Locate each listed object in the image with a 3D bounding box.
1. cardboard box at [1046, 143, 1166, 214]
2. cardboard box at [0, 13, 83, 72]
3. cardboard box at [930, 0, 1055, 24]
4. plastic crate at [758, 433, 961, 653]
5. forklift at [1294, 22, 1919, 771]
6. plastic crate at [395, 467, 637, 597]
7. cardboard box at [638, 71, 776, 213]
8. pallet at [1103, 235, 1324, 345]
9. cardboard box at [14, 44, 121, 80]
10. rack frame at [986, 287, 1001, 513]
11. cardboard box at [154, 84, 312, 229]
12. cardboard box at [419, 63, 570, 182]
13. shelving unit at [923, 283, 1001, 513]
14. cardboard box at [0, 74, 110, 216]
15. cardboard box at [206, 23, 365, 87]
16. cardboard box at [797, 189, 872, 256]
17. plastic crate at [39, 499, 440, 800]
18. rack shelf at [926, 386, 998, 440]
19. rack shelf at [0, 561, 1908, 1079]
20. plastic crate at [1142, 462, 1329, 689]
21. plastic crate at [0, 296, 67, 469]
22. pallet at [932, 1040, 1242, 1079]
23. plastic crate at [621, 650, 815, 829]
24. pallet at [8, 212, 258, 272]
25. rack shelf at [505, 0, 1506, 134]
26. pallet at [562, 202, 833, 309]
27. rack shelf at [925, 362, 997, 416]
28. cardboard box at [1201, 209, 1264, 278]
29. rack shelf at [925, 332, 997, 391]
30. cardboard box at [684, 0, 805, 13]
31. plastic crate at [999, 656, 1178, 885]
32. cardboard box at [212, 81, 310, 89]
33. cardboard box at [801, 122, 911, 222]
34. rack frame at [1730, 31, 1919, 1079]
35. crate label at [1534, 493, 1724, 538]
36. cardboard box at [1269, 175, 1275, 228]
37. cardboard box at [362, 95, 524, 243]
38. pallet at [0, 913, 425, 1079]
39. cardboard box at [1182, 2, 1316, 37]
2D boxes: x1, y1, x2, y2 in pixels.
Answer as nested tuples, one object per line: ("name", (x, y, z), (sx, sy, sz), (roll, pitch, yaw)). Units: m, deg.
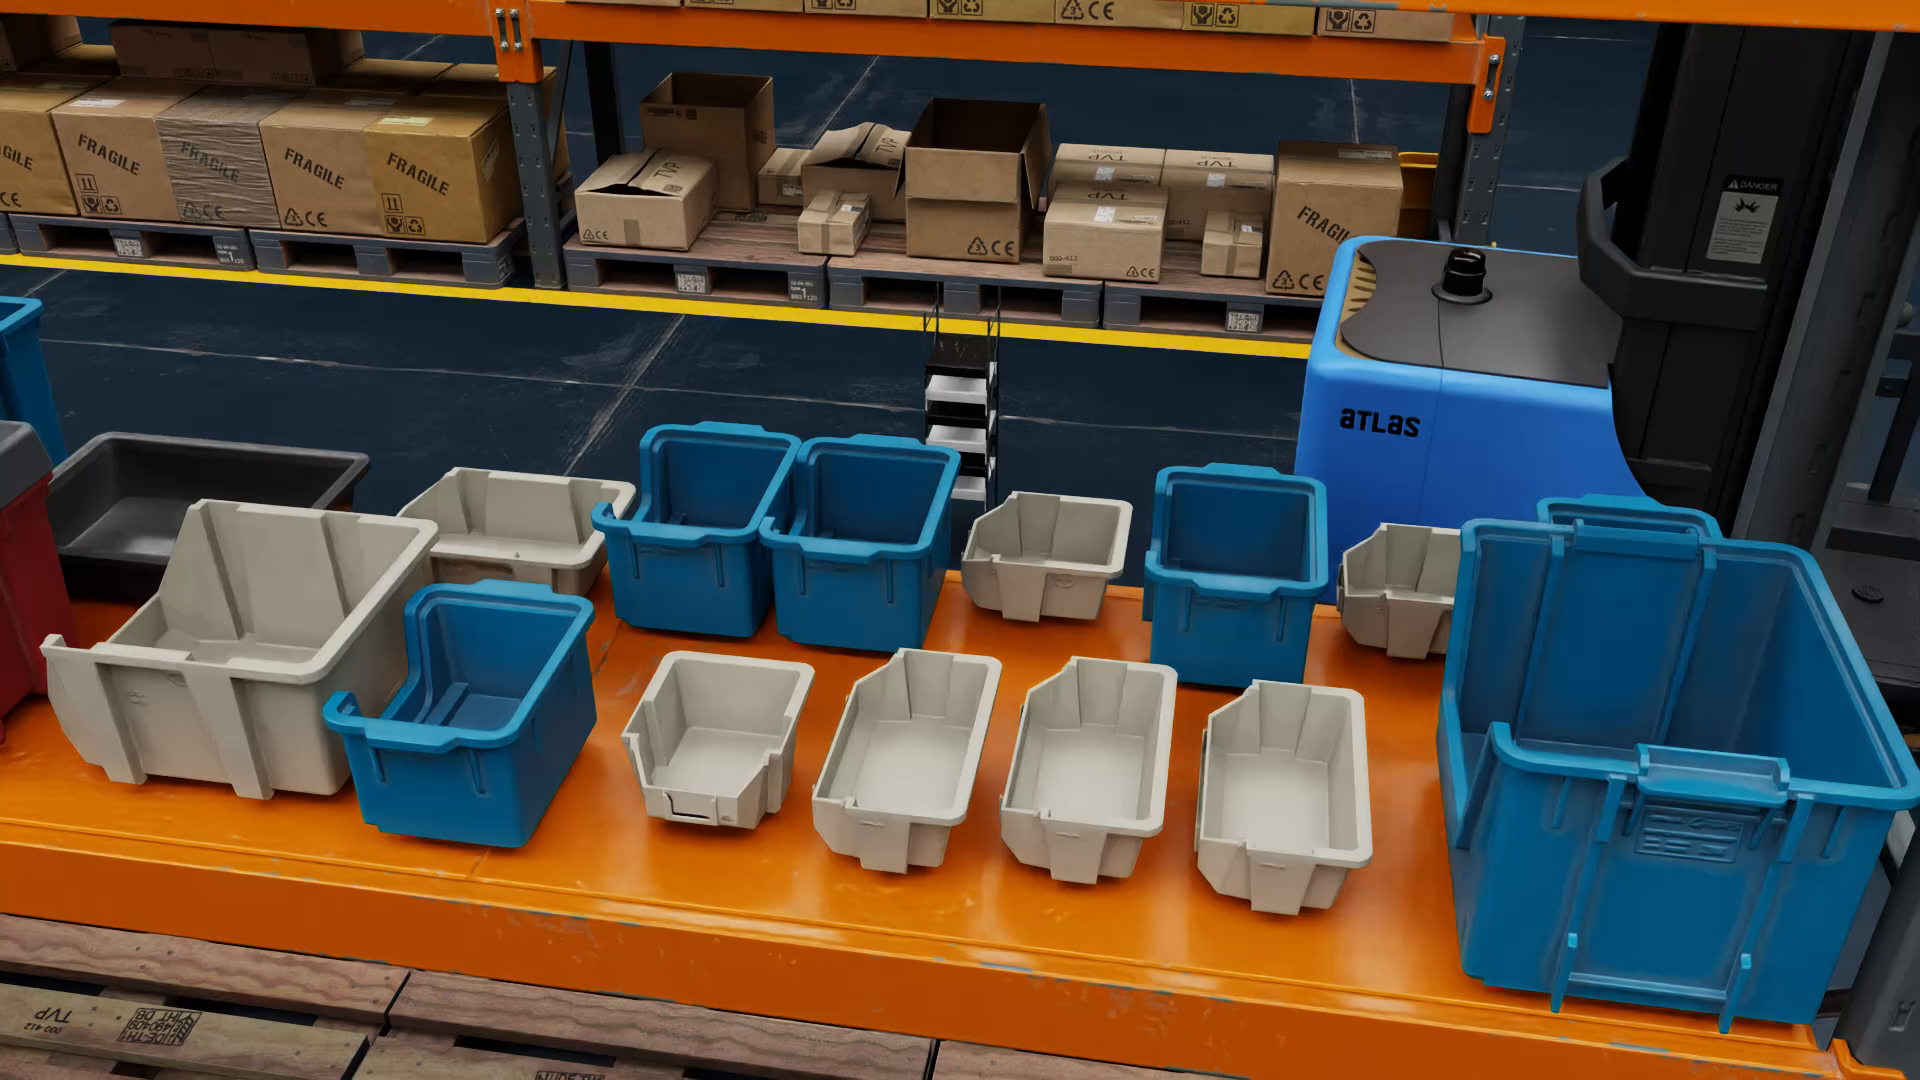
("cardboard box", (0.678, -1.619, 7.687), (0.500, 0.250, 0.500), (5, 32, 8))
("cardboard box", (-4.717, -2.507, 8.163), (0.500, 0.250, 0.500), (6, 33, 10))
("cardboard box", (0.165, -2.389, 6.645), (0.500, 0.500, 0.500), (5, 32, 8))
("plastic crate", (-0.171, 0.012, 3.005), (0.300, 0.233, 0.416), (5, 32, 8))
("forklift", (2.520, -0.852, 4.349), (3.031, 2.935, 1.130), (9, 33, 14))
("plastic crate", (-0.861, 0.006, 3.106), (0.466, 0.136, 0.293), (5, 32, 8))
("cardboard box", (-1.182, -1.894, 7.889), (0.500, 0.500, 0.500), (5, 32, 8))
("pallet", (1.291, -1.207, 7.480), (1.213, 0.211, 1.003), (5, 32, 8))
("cardboard box", (-4.263, -2.146, 8.293), (0.500, 0.500, 0.500), (4, 32, 6))
("rack frame", (0.108, -0.372, 5.496), (0.006, 0.900, 0.240), (5, 32, 8))
("cardboard box", (-3.306, -1.784, 7.714), (0.500, 0.500, 0.500), (6, 32, 9))
("cardboard box", (-2.227, -1.967, 8.006), (0.500, 0.500, 0.500), (4, 32, 6))
("shelving unit", (0.008, -0.381, 5.510), (0.210, 0.900, 0.258), (5, 32, 8))
("cardboard box", (-4.323, -1.872, 7.855), (0.500, 0.500, 0.500), (5, 32, 8))
("cardboard box", (-3.213, -2.374, 7.950), (0.500, 0.250, 0.500), (5, 32, 8))
("cardboard box", (-0.560, -1.432, 7.467), (0.250, 0.166, 0.380), (5, 32, 8))
("plastic crate", (-1.154, 0.179, 2.693), (0.530, 0.282, 0.437), (5, 32, 8))
("rack shelf", (0.008, -0.429, 5.480), (0.200, 0.077, 0.258), (5, 32, 8))
("rack shelf", (-0.657, 0.405, 2.954), (4.000, 0.370, 1.077), (5, 32, 8))
("plastic crate", (0.478, 0.071, 2.911), (0.300, 0.233, 0.416), (5, 32, 8))
("plastic crate", (-2.111, -0.234, 3.256), (0.575, 0.384, 0.392), (5, 32, 8))
("pallet", (0.508, 1.366, 3.368), (1.213, 0.211, 1.003), (5, 32, 8))
("plastic crate", (-0.376, 0.324, 2.597), (0.250, 0.136, 0.298), (5, 32, 8))
("pallet", (-3.806, -1.648, 8.183), (1.213, 0.211, 1.003), (5, 32, 8))
("rack shelf", (0.180, -2.186, 7.093), (4.000, 0.370, 1.077), (5, 32, 8))
("pallet", (-1.114, -1.425, 7.828), (1.213, 0.211, 1.003), (5, 32, 8))
("rack shelf", (0.008, -0.505, 5.432), (0.200, 0.077, 0.258), (5, 32, 8))
("cardboard box", (1.190, -1.301, 7.256), (0.250, 0.166, 0.380), (5, 32, 8))
("rack shelf", (0.008, -0.581, 5.385), (0.200, 0.077, 0.258), (5, 32, 8))
("cardboard box", (-0.829, -2.480, 6.790), (0.500, 0.500, 0.500), (6, 32, 9))
("plastic crate", (0.197, 0.353, 2.551), (0.243, 0.136, 0.396), (5, 32, 8))
("cardboard box", (-3.246, -2.057, 8.151), (0.500, 0.500, 0.500), (6, 32, 9))
("cardboard box", (-0.443, -1.746, 7.833), (0.500, 0.311, 0.500), (5, 32, 8))
("rack frame", (1.314, 0.280, 2.476), (0.053, 2.616, 0.949), (5, 32, 8))
("crate label", (1.127, 0.129, 2.817), (0.303, 0.233, 0.416), (5, 32, 8))
("cardboard box", (1.550, -1.537, 7.634), (0.250, 0.166, 0.380), (5, 32, 8))
("cardboard box", (-2.326, -1.690, 7.565), (0.500, 0.500, 0.500), (5, 32, 8))
("pallet", (-1.897, 1.148, 3.716), (1.213, 0.211, 1.003), (5, 32, 8))
("cardboard box", (1.152, -2.297, 6.498), (0.500, 0.500, 0.500), (5, 32, 9))
